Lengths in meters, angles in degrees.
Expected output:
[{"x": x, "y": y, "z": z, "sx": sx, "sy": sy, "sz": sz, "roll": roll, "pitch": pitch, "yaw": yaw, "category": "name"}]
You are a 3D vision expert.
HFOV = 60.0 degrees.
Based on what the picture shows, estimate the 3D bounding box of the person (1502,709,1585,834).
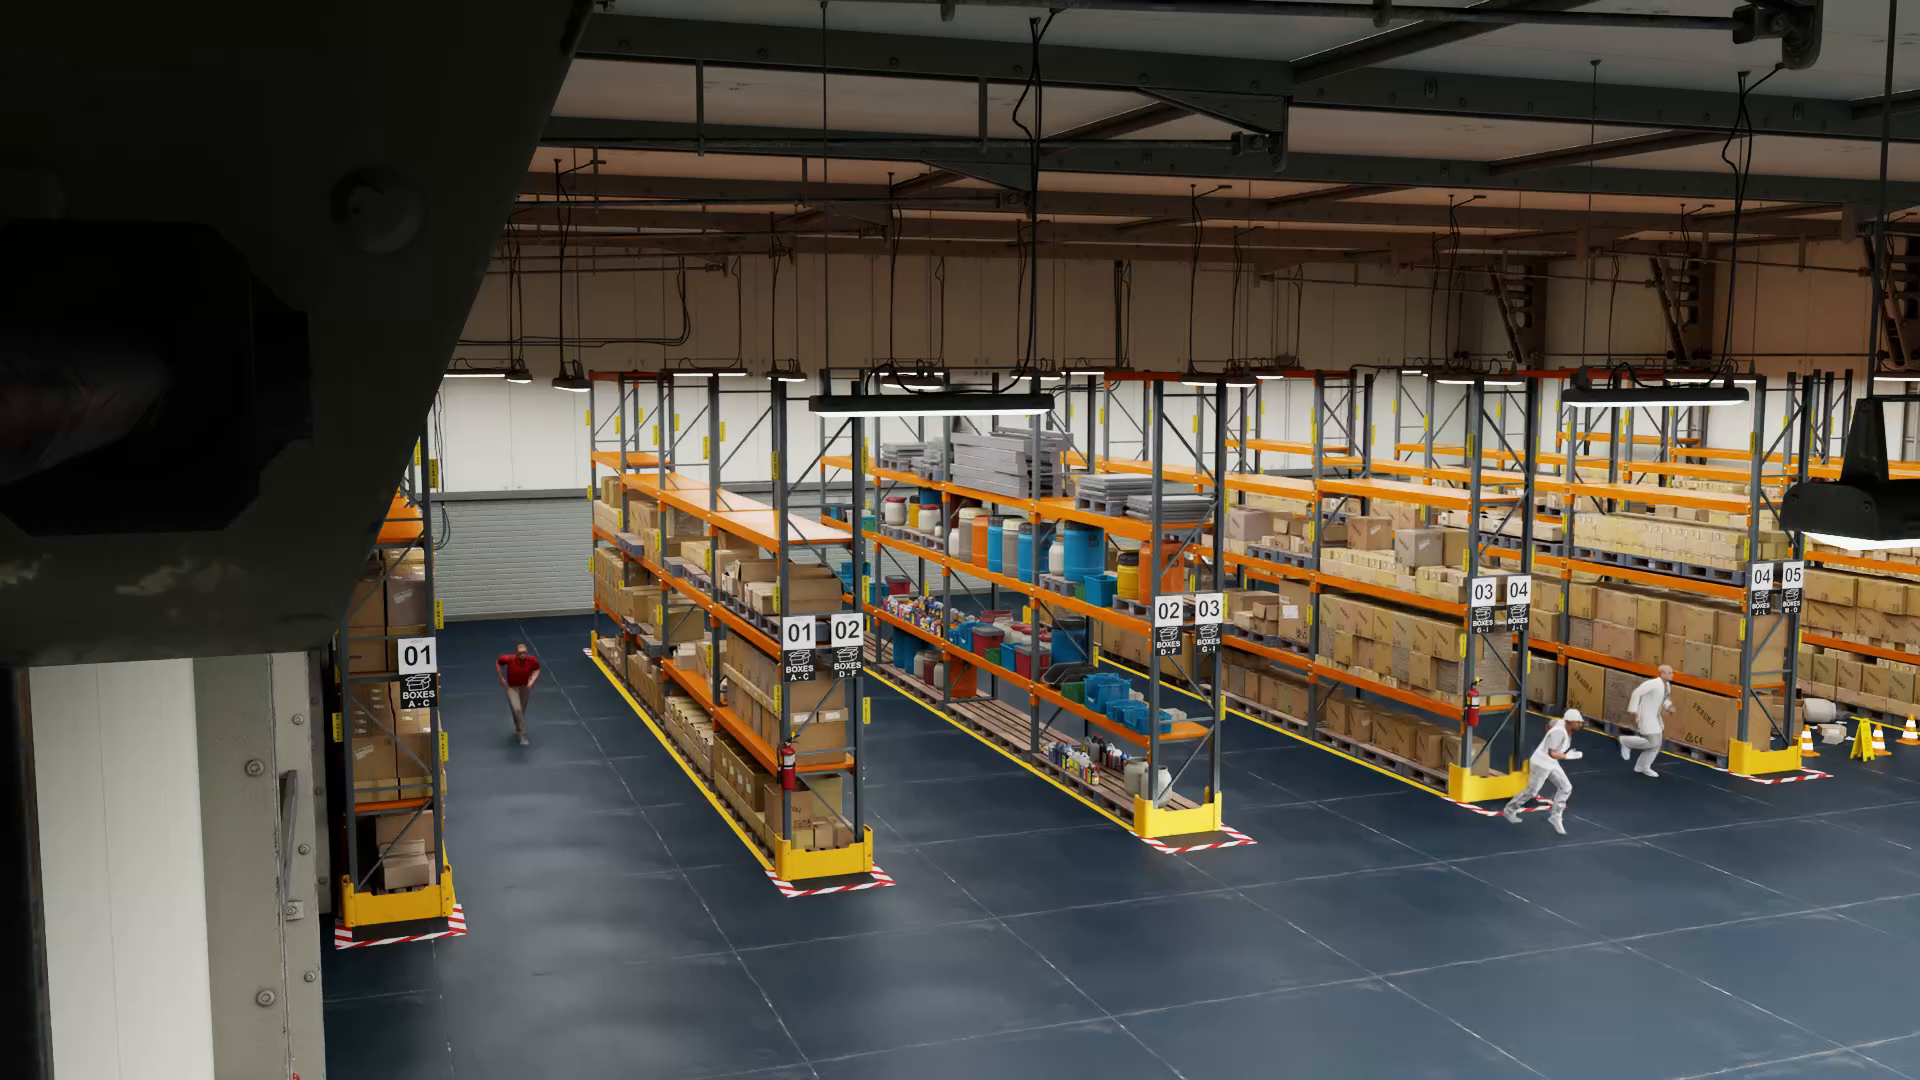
[{"x": 7.774, "y": 3.059, "z": 22.148, "sx": 1.007, "sy": 1.720, "sz": 0.726, "roll": 4, "pitch": 7, "yaw": 31, "category": "person"}]

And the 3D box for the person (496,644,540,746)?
[{"x": -7.273, "y": 2.494, "z": 27.358, "sx": 0.704, "sy": 1.696, "sz": 1.007, "roll": -3, "pitch": 7, "yaw": -23, "category": "person"}]

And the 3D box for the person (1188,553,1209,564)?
[{"x": 5.792, "y": 0.941, "z": 40.815, "sx": 0.775, "sy": 1.734, "sz": 0.635, "roll": -4, "pitch": 7, "yaw": -31, "category": "person"}]

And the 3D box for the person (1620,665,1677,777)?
[{"x": 10.399, "y": 2.702, "z": 25.128, "sx": 0.794, "sy": 1.711, "sz": 0.701, "roll": 6, "pitch": 9, "yaw": 43, "category": "person"}]
